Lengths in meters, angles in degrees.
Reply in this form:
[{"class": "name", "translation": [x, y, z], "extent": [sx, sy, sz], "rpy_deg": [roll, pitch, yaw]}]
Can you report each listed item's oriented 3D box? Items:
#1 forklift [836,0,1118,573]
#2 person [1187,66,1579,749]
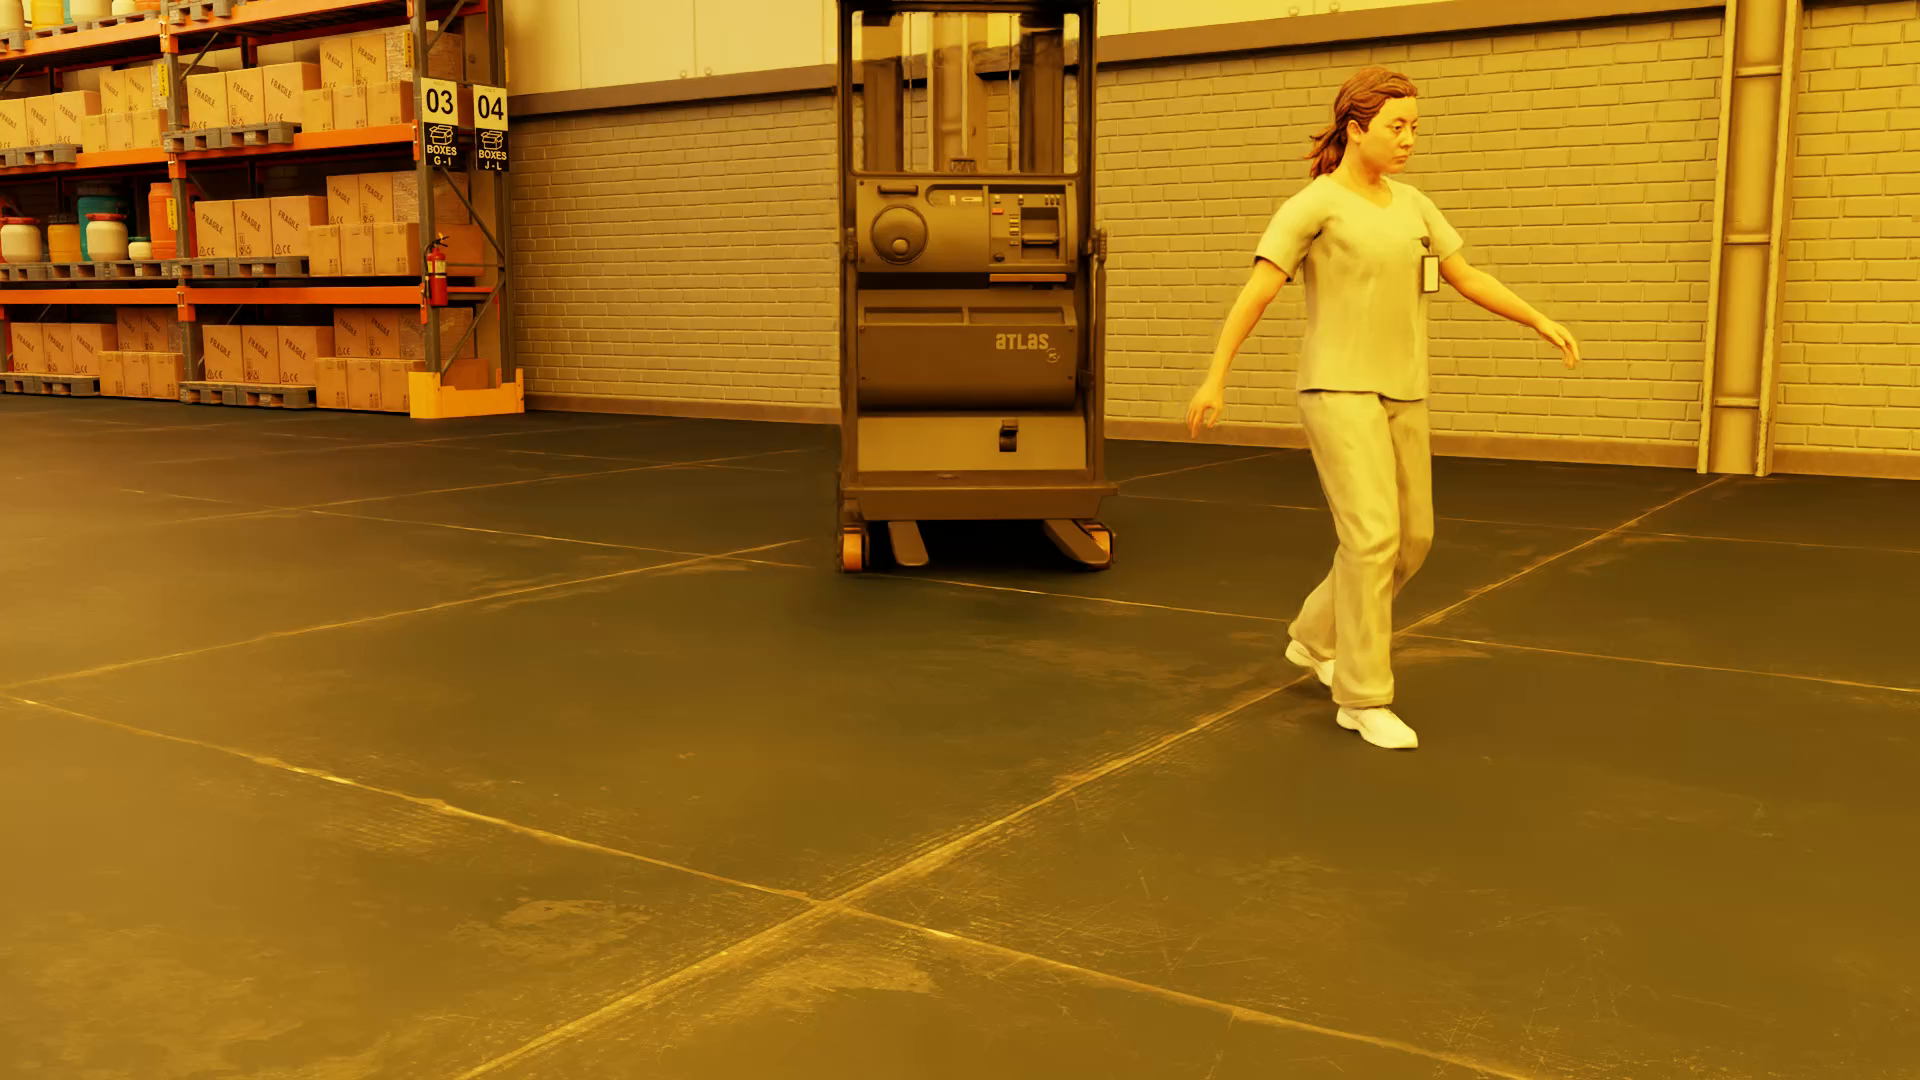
[{"class": "forklift", "translation": [0.046, -1.365, 6.794], "extent": [1.130, 2.935, 3.031], "rpy_deg": [-1, 8, -4]}, {"class": "person", "translation": [1.016, -0.350, 4.228], "extent": [0.823, 1.659, 0.720], "rpy_deg": [-4, 9, -28]}]
